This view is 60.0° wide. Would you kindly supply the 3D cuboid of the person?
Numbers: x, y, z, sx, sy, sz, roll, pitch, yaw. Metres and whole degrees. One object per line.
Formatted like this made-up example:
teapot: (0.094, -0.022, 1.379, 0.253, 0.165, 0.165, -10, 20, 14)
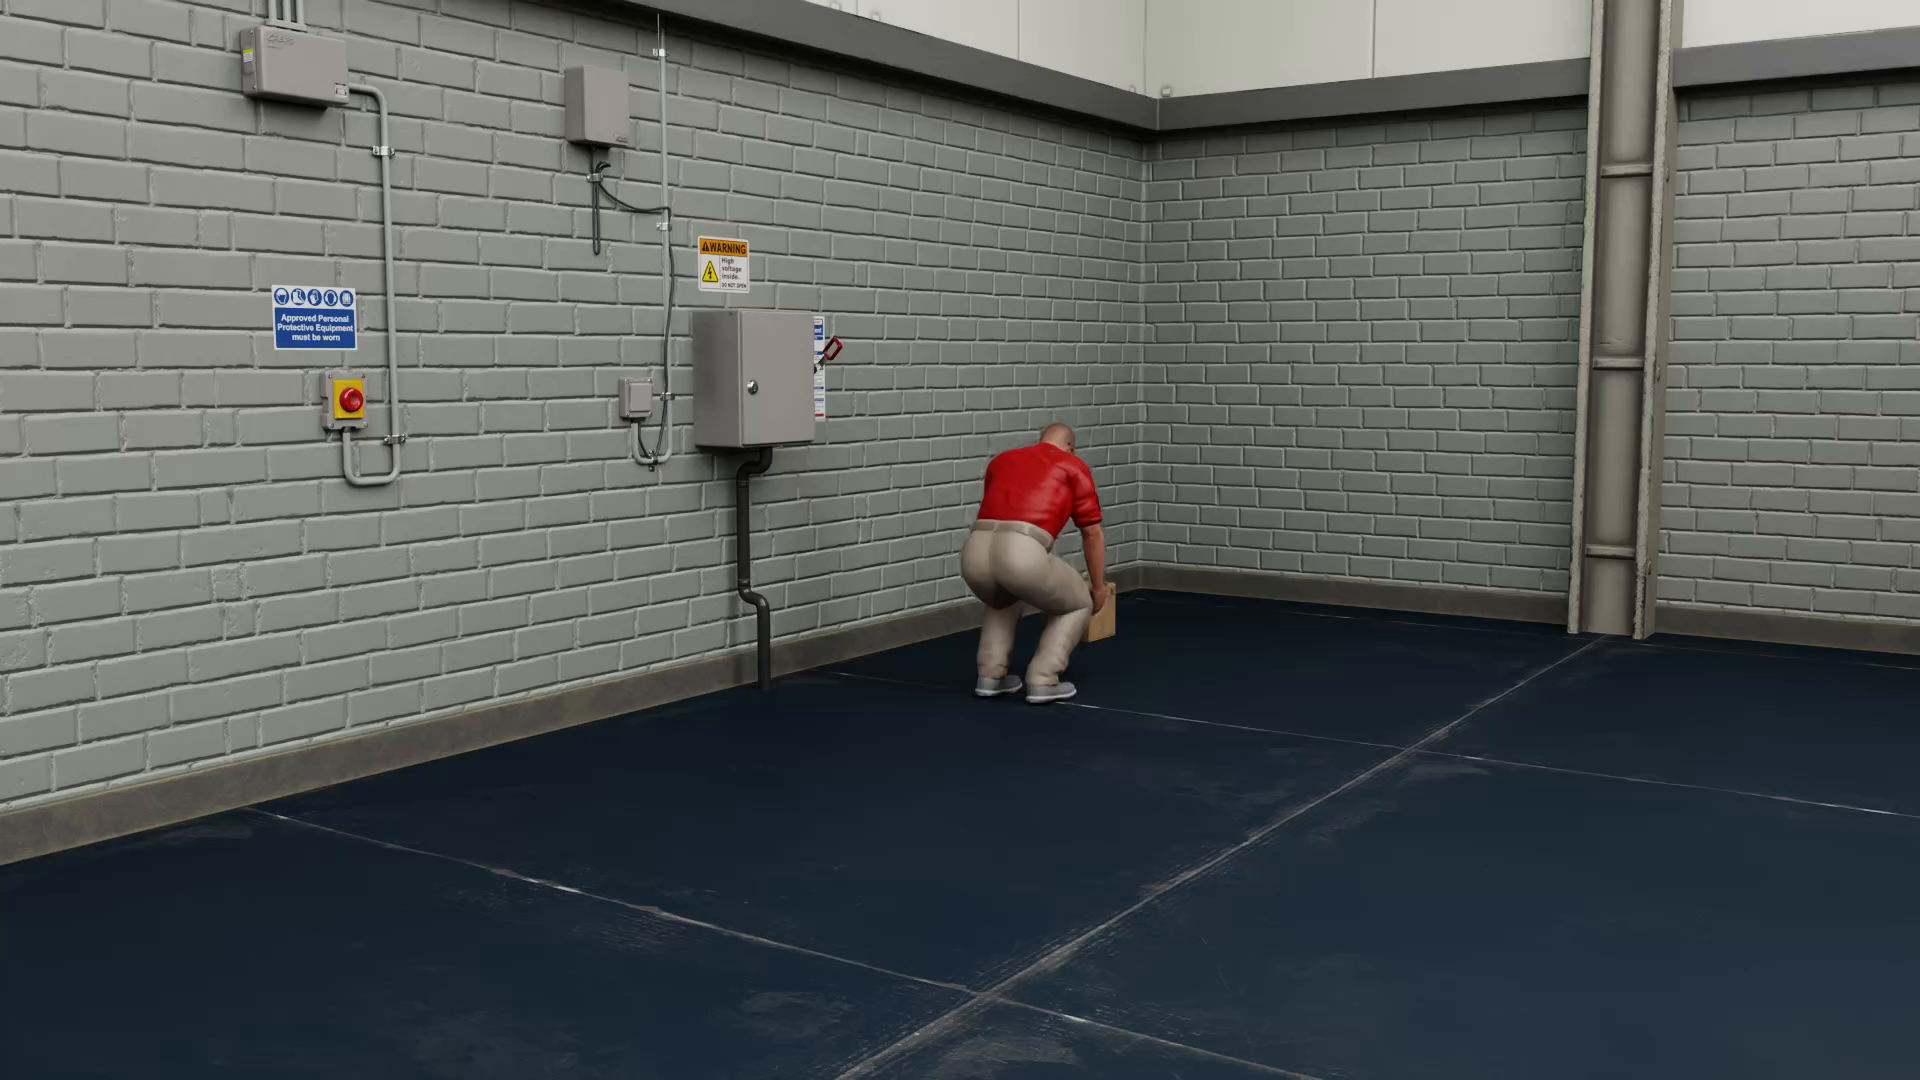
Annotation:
person: (0.296, 0.091, 7.438, 0.581, 1.208, 0.798, 4, 7, 33)
